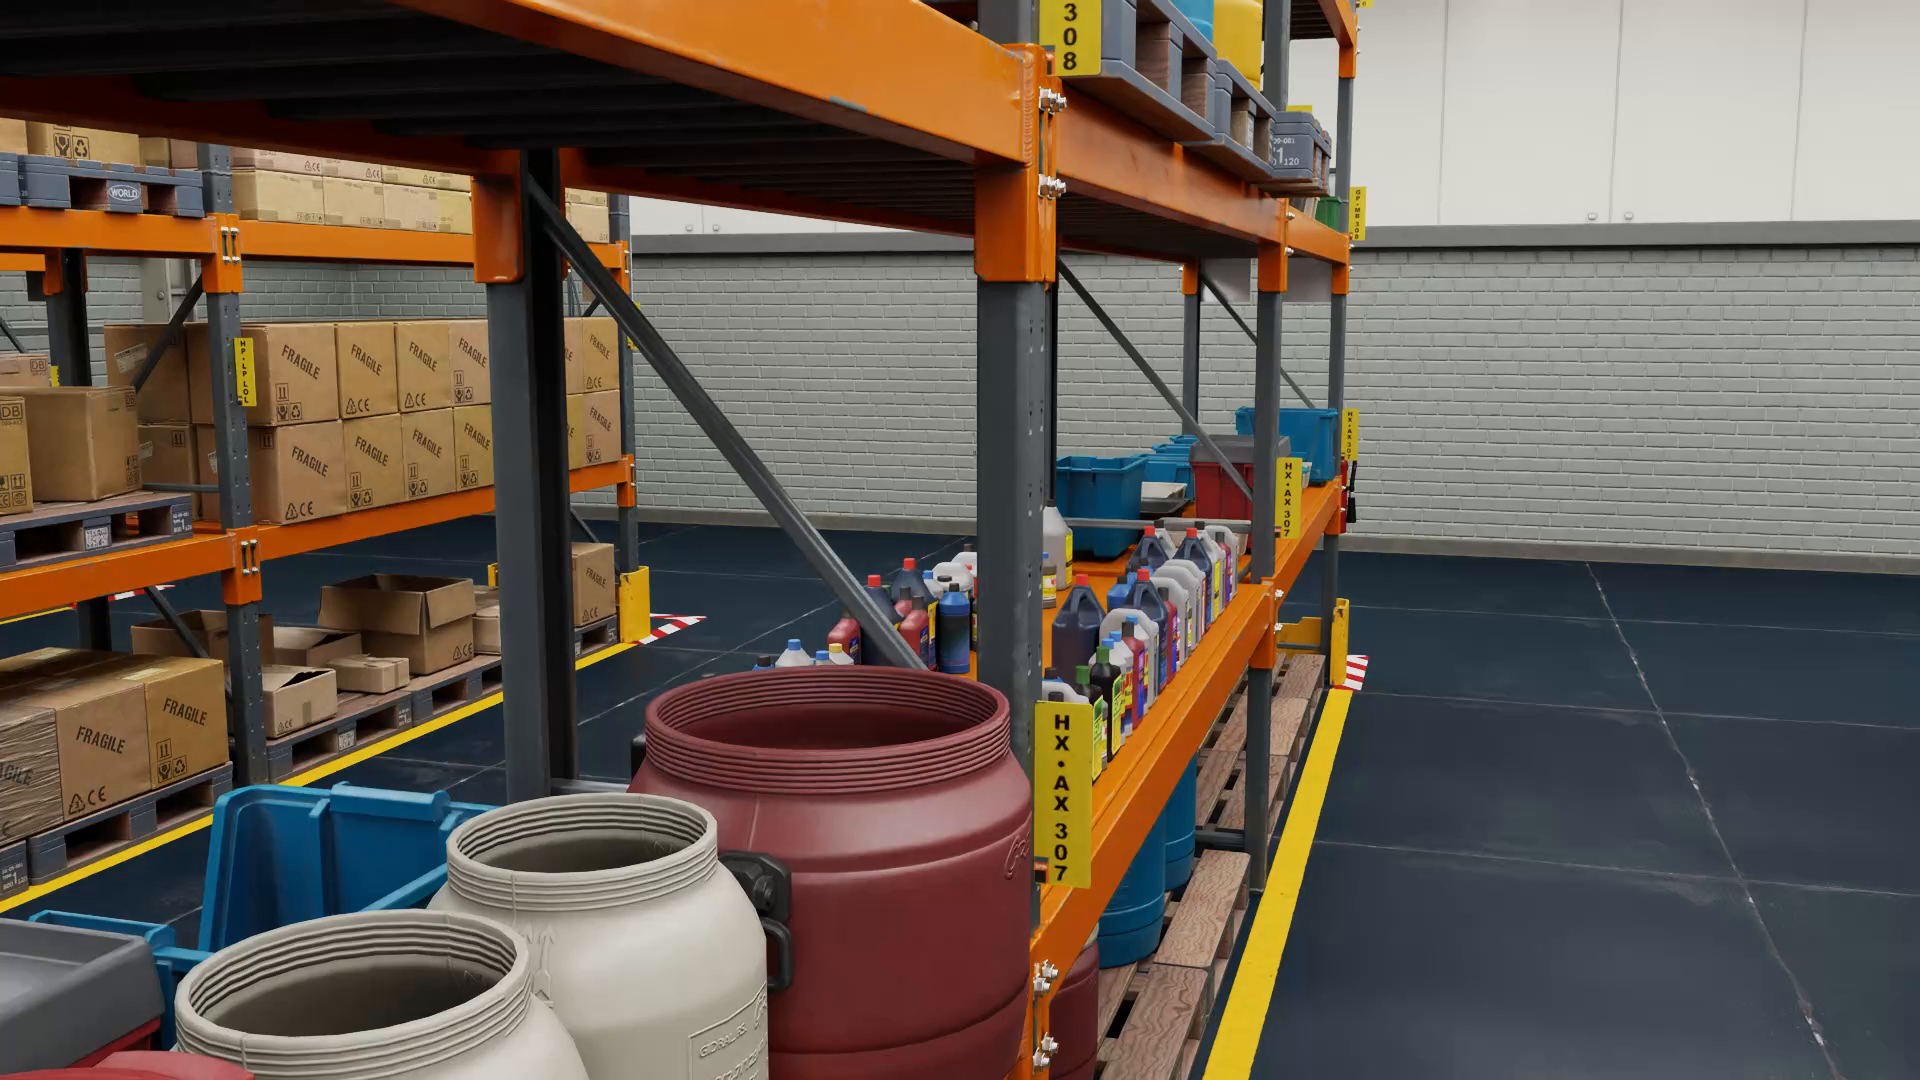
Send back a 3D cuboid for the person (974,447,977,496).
[{"bbox_3d":[0.376,-0.218,12.248,0.554,1.770,0.538,0,8,-3],"label":"person"}]
